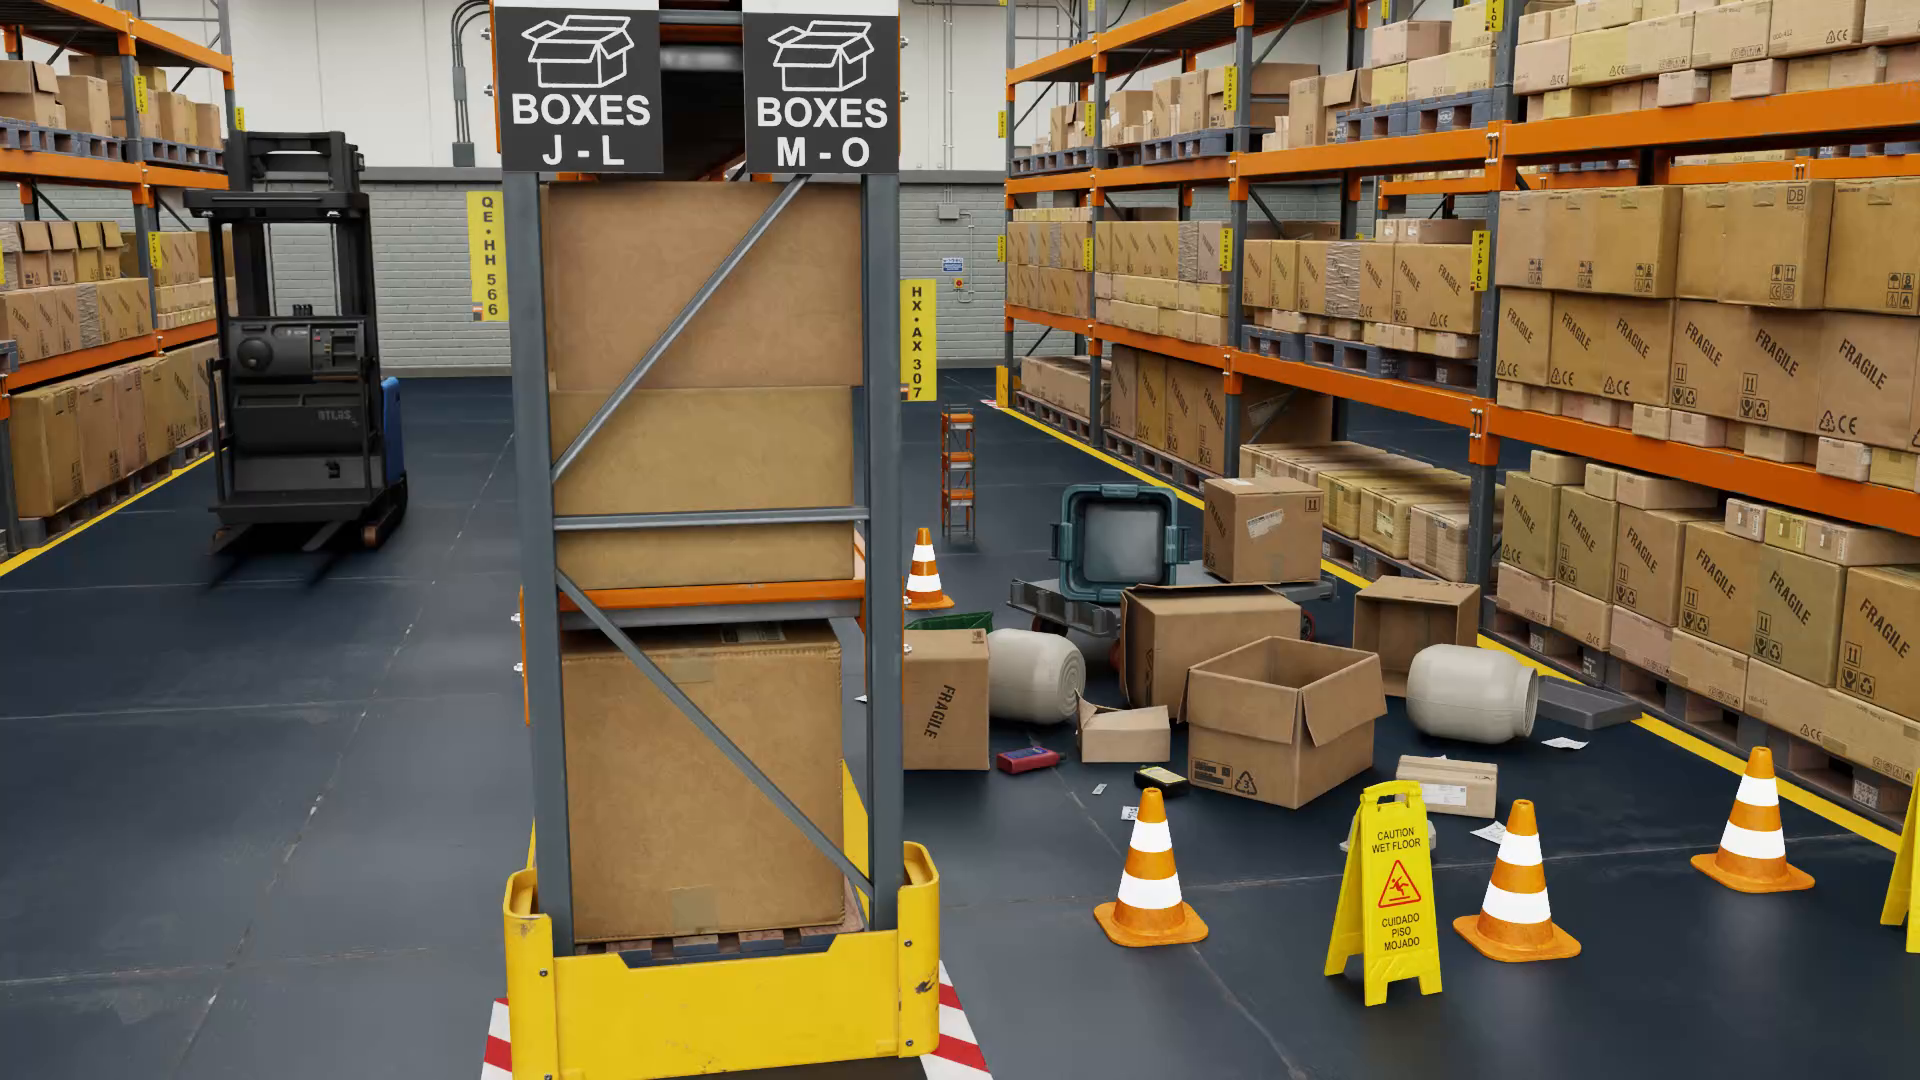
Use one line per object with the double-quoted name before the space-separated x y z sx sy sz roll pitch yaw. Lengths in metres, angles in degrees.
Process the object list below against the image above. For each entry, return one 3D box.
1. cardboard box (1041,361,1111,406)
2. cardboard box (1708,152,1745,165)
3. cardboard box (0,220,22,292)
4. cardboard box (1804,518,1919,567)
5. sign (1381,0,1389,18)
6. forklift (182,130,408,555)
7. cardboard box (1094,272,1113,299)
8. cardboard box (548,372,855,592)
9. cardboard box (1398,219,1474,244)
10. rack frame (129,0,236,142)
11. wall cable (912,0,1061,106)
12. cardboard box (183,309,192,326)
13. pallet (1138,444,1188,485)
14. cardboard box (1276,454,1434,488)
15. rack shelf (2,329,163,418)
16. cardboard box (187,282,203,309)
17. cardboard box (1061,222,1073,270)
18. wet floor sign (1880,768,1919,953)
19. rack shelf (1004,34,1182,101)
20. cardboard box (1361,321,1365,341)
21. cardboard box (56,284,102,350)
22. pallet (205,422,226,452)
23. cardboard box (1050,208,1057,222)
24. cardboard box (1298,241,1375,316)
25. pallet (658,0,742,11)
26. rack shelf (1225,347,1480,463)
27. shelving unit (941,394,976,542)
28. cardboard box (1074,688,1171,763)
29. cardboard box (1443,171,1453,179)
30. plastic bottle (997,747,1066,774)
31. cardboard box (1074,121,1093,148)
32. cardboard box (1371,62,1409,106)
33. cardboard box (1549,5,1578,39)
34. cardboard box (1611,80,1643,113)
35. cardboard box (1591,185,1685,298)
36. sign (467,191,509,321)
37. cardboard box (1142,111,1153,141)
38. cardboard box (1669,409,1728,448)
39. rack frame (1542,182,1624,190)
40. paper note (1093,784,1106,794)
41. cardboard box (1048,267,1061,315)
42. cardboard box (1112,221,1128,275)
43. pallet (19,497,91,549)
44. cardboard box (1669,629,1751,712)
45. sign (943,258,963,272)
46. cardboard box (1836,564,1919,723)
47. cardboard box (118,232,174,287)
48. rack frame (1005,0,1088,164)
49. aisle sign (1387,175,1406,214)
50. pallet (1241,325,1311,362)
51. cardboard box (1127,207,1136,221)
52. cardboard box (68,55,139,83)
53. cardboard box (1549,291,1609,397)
"cardboard box" 1.478 -1.848 19.613 0.875 0.438 0.875 -2 11 -9
"cardboard box" 7.053 -3.477 14.819 0.500 0.250 0.500 -2 11 -11
"cardboard box" -7.226 -2.034 11.912 0.797 0.503 0.637 -2 11 -9
"cardboard box" 3.628 0.004 6.642 0.380 0.149 0.250 -2 11 -9
"sign" 5.401 -6.792 21.102 0.100 0.325 0.005 -2 11 -11
"forklift" -4.752 -1.422 11.828 1.130 2.935 3.031 -2 11 -10
"cardboard box" 1.652 -2.533 16.545 0.500 0.250 0.500 -2 11 -13
"cardboard box" -0.776 -0.192 4.784 0.875 0.550 0.550 -2 11 -11
"cardboard box" 2.941 -1.907 10.273 0.380 0.149 0.250 -2 11 -13
"rack frame" -8.656 -5.772 18.455 1.000 3.000 0.127 -2 11 -11
"wall cable" 0.421 -7.192 25.917 2.355 3.000 0.029 -2 11 -11
"cardboard box" -7.765 -2.179 16.294 0.380 0.149 0.250 -2 11 -13
"pallet" 2.308 -0.719 15.409 1.003 0.211 1.213 -2 11 -11
"cardboard box" 2.872 -0.394 12.152 0.950 0.372 0.625 -2 11 -12
"rack shelf" -7.489 -1.371 13.302 1.077 0.370 4.000 -2 11 -11
"cardboard box" -7.910 -2.446 16.629 0.500 0.250 0.500 -2 11 -10
"cardboard box" 1.390 -3.162 17.845 0.500 0.500 0.500 -2 11 -12
"wet floor sign" 3.164 0.979 5.325 0.267 0.644 0.232 2 11 9
"rack shelf" 1.454 -5.216 18.526 1.077 0.370 4.000 -2 11 -11
"cardboard box" 2.893 -1.391 11.033 0.380 0.149 0.250 -3 11 -13
"cardboard box" -7.228 -1.786 13.290 0.500 0.500 0.500 -2 11 -11
"pallet" -8.190 -1.088 17.348 1.003 0.211 1.213 -2 11 -11
"cardboard box" 1.222 -3.637 18.606 0.380 0.149 0.250 -2 11 -11
"cardboard box" 2.700 -1.836 11.635 0.500 0.500 0.500 -2 11 -10
"pallet" -0.813 -1.618 4.890 1.003 0.211 1.213 -2 11 -11
"rack shelf" 3.010 -0.998 11.341 1.077 0.370 4.000 -2 11 -11
"shelving unit" -0.010 -0.526 12.150 0.215 1.050 0.252 -2 11 -11
"cardboard box" 0.704 0.805 7.255 0.396 0.266 0.258 0 11 -1
"cardboard box" 5.970 -4.365 19.757 0.380 0.149 0.250 -2 11 -11
"plastic bottle" 0.309 0.936 7.115 0.283 0.061 0.133 -6 13 -31
"cardboard box" 1.405 -4.220 17.293 0.396 0.266 0.258 -2 11 -9
"cardboard box" 2.952 -2.879 10.556 0.500 0.250 0.500 -2 11 -10
"cardboard box" 3.219 -2.610 8.404 0.380 0.149 0.250 -2 11 -9
"cardboard box" 3.381 -2.130 8.013 0.380 0.149 0.250 -2 11 -9
"cardboard box" 3.421 -1.395 7.765 0.700 0.500 0.500 -2 11 -12
"sign" -1.194 -0.720 4.228 0.100 0.325 0.005 -2 11 -11
"cardboard box" 1.855 -3.718 14.921 0.396 0.266 0.258 -1 11 -6
"cardboard box" 3.462 -0.511 7.533 0.380 0.149 0.250 -2 11 -11
"rack frame" 6.711 -2.633 18.007 1.000 3.000 0.127 -2 11 -11
"paper note" 0.572 1.020 6.812 0.032 0.001 0.123 4 11 18
"cardboard box" 1.284 -2.762 18.420 0.500 0.500 0.500 -2 11 -12
"cardboard box" 1.773 -2.809 15.989 0.500 0.500 0.500 -2 11 -11
"pallet" -7.179 -0.135 12.342 1.003 0.211 1.213 -2 11 -11
"cardboard box" 3.556 0.564 7.441 0.500 0.250 0.500 -3 11 -13
"sign" -0.114 -4.361 26.363 0.327 0.218 0.001 -2 11 -11
"cardboard box" 3.765 0.388 6.362 0.500 0.500 0.500 -2 11 -11
"cardboard box" -7.720 -2.629 15.588 0.500 0.500 0.500 -2 11 -11
"rack frame" 1.065 -6.132 20.349 1.000 3.000 0.127 -2 11 -11
"aisle sign" 5.632 -4.645 21.628 0.394 0.787 0.004 -2 11 -11
"pallet" 2.864 -1.497 12.552 1.213 0.211 1.003 -2 11 -11
"cardboard box" 1.971 -3.424 17.489 0.380 0.149 0.250 -2 11 -10
"cardboard box" -8.054 -4.411 15.661 0.500 0.250 0.500 -3 11 -15
"cardboard box" 3.332 -0.998 8.353 0.500 0.500 0.500 -2 11 -11
